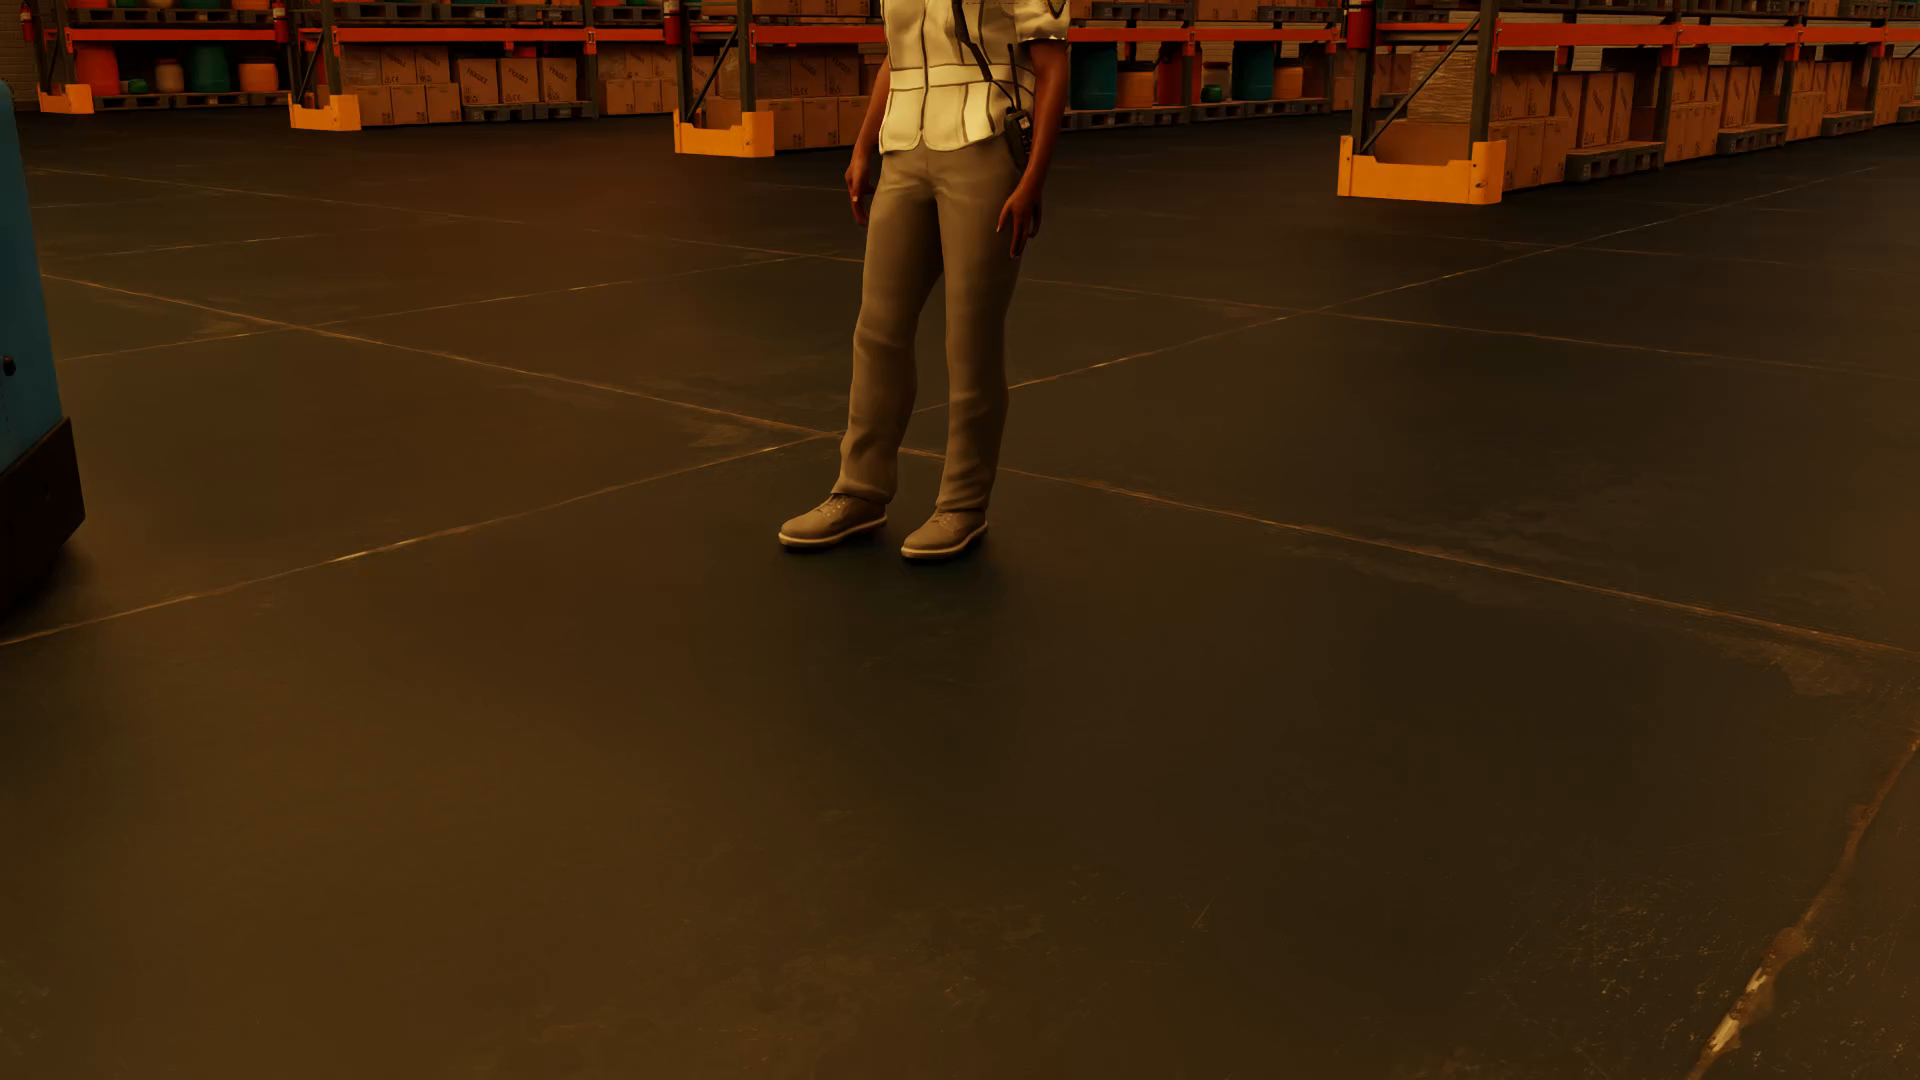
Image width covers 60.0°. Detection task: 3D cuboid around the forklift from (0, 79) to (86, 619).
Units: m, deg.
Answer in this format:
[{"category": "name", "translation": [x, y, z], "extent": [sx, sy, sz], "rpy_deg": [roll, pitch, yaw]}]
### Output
[{"category": "forklift", "translation": [-3.380, -1.149, 2.681], "extent": [3.031, 2.935, 1.130], "rpy_deg": [-4, 17, -14]}]

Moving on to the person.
[{"category": "person", "translation": [-0.063, -0.805, 3.650], "extent": [0.570, 1.697, 0.528], "rpy_deg": [13, 21, 37]}]
